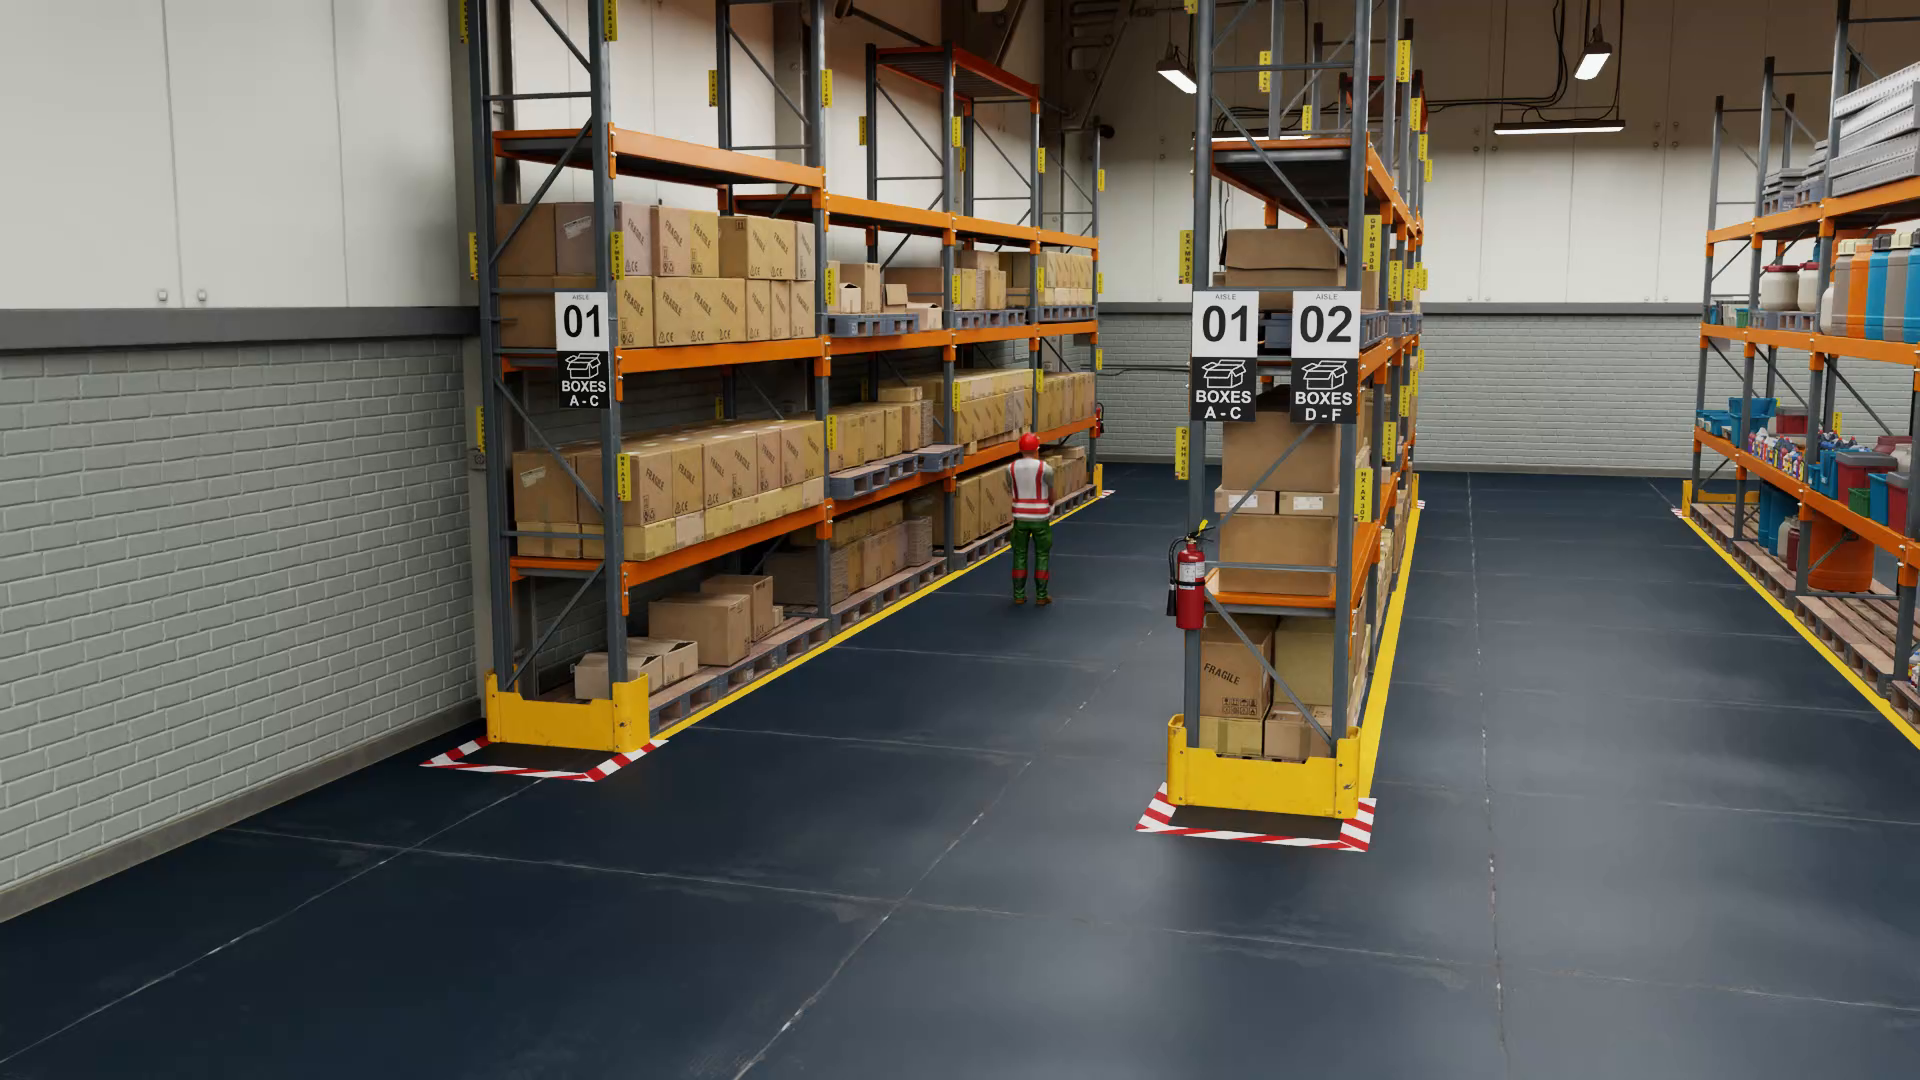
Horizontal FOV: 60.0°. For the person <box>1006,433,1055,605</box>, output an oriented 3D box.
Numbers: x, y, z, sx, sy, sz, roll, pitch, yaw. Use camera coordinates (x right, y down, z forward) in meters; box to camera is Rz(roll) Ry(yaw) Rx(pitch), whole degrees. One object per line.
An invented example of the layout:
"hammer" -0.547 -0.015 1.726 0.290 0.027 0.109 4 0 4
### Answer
"person" 0.758 -0.236 17.378 0.511 1.790 0.559 2 9 16
